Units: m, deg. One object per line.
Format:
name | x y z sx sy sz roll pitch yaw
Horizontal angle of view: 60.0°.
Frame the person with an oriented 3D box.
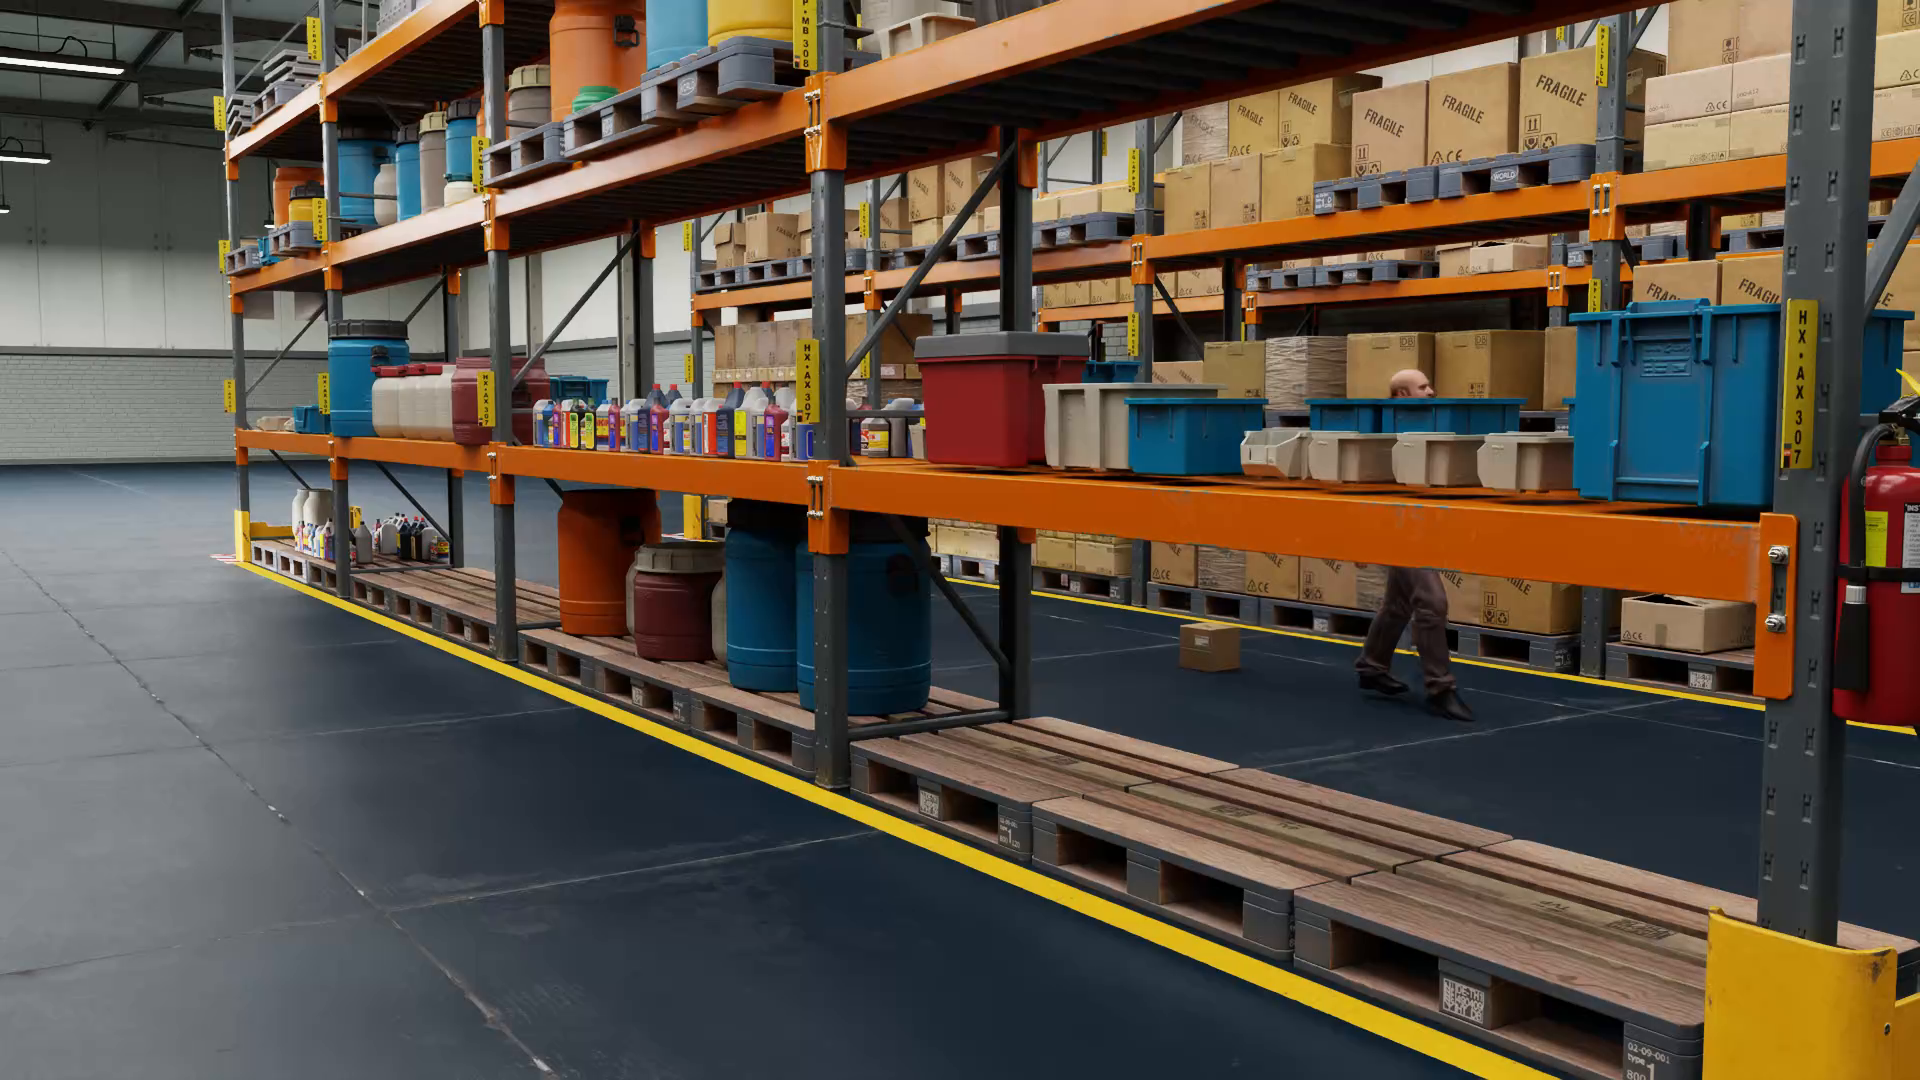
person | 2.355 0.004 8.489 0.803 1.747 0.580 4 6 44
